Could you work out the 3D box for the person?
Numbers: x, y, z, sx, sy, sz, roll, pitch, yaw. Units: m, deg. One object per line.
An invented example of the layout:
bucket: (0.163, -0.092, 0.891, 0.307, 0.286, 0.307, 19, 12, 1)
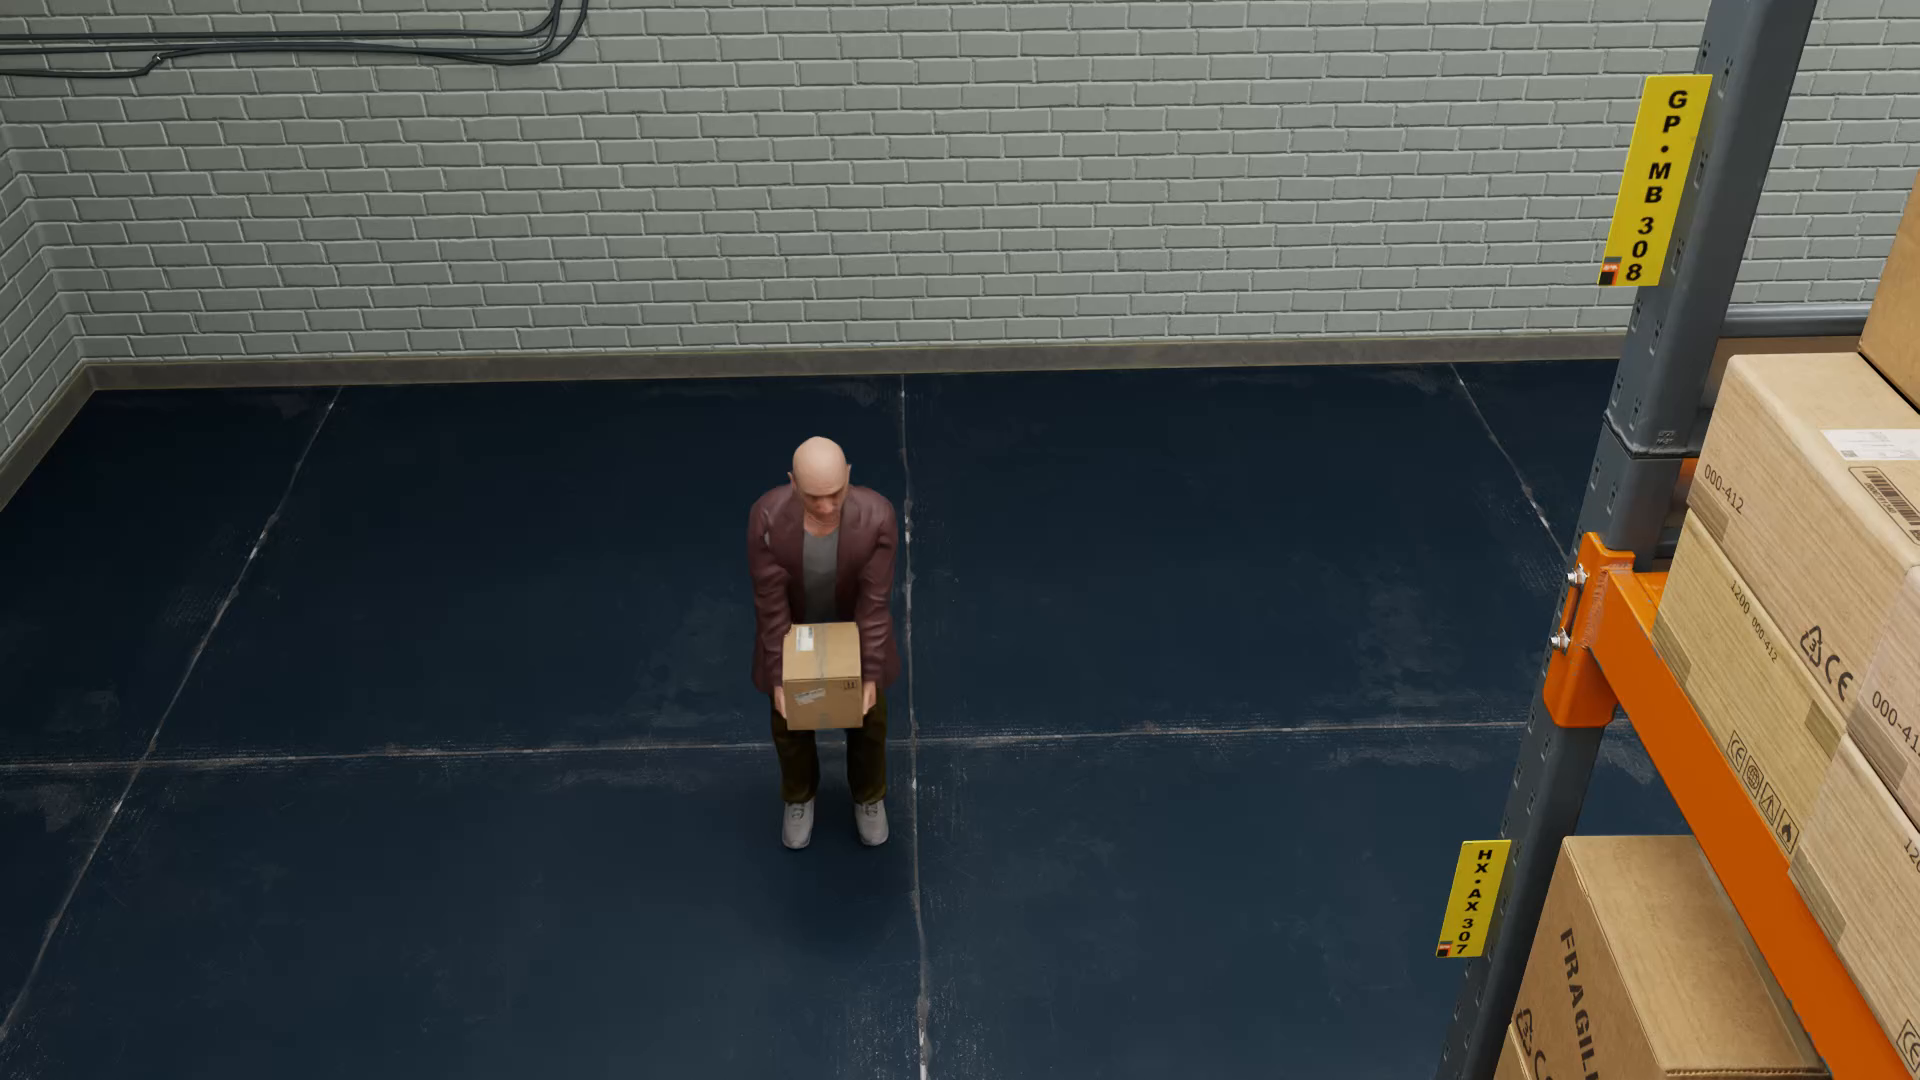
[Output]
person: (-0.463, 0.367, 5.665, 0.534, 1.744, 0.600, -2, 35, -3)
